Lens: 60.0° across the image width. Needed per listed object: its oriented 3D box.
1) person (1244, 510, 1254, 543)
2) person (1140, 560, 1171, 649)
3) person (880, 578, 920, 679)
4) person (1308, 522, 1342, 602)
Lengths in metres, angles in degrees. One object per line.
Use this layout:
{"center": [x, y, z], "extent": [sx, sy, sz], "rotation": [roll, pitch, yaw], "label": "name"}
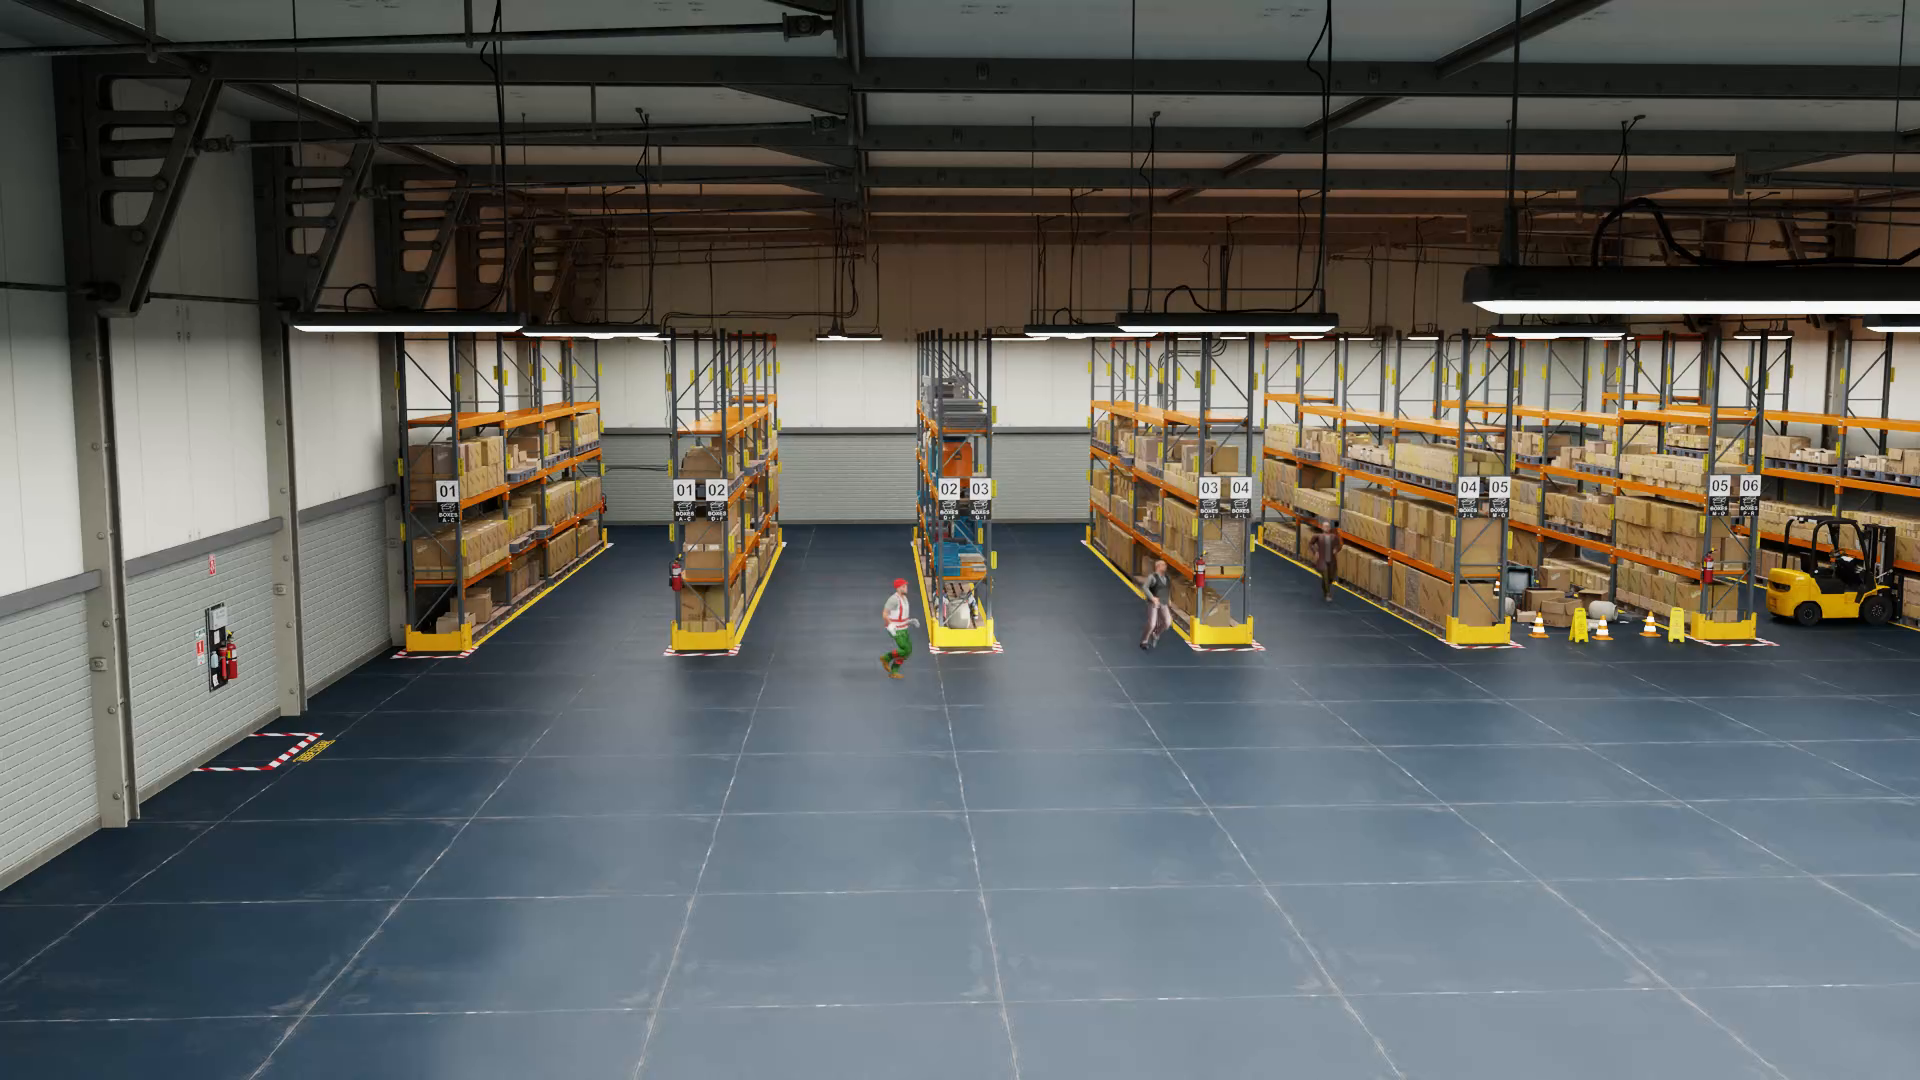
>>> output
{"center": [7.615, -0.289, 44.452], "extent": [0.538, 1.596, 0.812], "rotation": [0, 7, -4], "label": "person"}
{"center": [3.750, 1.214, 31.233], "extent": [0.715, 1.664, 0.577], "rotation": [-4, 8, -28], "label": "person"}
{"center": [-1.041, 1.517, 28.481], "extent": [0.632, 1.733, 0.662], "rotation": [3, 7, 22], "label": "person"}
{"center": [8.159, 0.475, 37.061], "extent": [0.707, 1.752, 0.965], "rotation": [0, 7, -3], "label": "person"}
